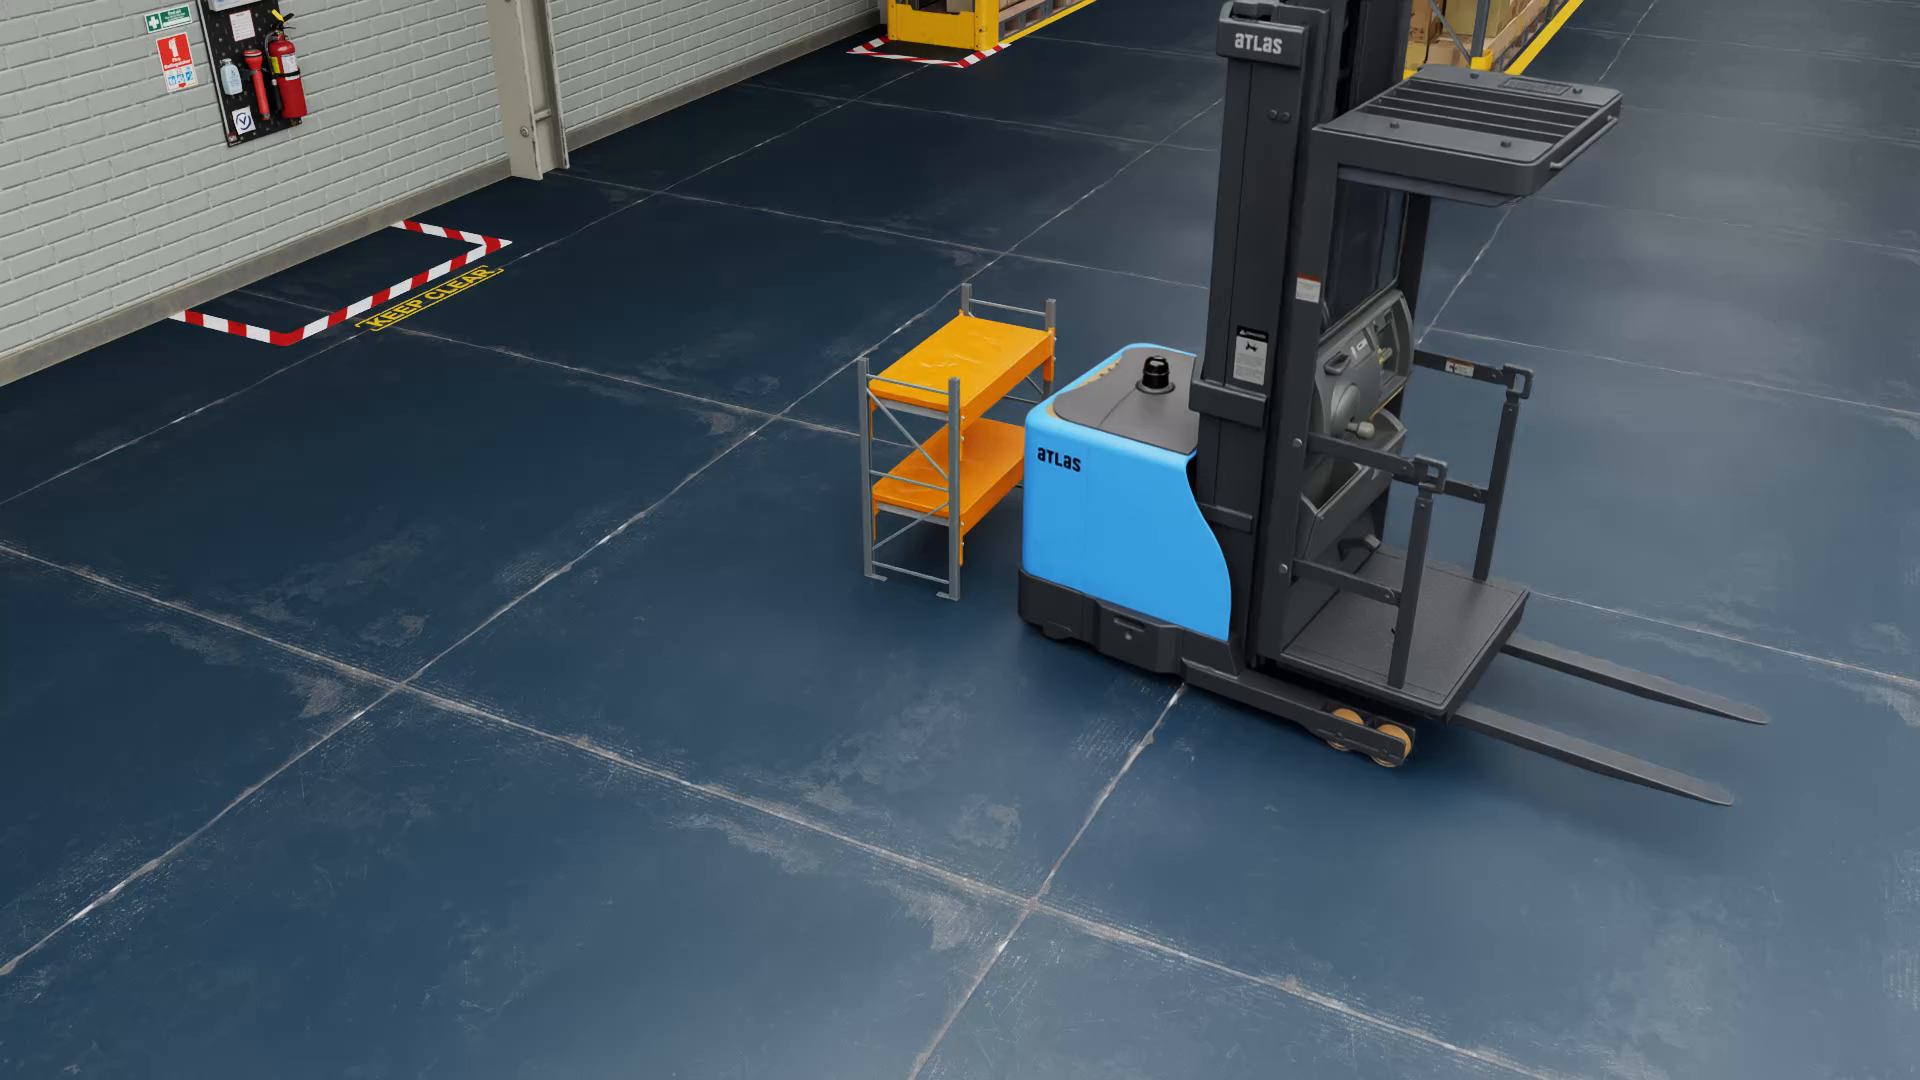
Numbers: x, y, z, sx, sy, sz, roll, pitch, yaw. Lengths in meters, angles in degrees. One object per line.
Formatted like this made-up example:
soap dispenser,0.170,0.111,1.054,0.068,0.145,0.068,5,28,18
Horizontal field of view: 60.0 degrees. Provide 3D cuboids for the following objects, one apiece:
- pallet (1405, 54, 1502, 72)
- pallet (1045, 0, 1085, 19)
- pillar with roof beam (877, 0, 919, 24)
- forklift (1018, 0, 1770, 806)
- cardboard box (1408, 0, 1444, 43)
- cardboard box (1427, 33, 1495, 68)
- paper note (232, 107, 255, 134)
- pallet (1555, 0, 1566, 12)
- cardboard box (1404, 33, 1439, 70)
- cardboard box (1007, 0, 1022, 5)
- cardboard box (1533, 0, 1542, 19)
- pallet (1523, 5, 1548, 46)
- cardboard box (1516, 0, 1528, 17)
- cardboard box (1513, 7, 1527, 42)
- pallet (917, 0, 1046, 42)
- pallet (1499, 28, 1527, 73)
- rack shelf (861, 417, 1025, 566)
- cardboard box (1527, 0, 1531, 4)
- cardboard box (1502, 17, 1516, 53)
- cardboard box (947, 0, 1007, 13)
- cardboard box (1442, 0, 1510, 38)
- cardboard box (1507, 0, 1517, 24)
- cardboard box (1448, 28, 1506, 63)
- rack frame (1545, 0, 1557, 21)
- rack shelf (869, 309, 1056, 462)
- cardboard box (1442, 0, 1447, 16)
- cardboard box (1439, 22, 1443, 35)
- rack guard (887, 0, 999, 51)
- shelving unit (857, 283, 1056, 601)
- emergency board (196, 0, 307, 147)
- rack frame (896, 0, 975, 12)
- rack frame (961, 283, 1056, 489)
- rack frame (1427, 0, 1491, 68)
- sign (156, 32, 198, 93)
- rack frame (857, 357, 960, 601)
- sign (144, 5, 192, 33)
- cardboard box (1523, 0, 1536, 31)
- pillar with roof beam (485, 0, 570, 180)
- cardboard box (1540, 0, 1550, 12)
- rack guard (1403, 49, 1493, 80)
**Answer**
pallet,4.507,-4.457,15.799,1.003,0.211,1.213,14,33,23
pallet,0.777,-6.155,18.757,1.003,0.211,1.213,14,33,23
pillar with roof beam,3.165,-8.571,14.140,9.100,9.000,0.400,14,33,23
forklift,1.767,-0.664,6.462,3.031,2.935,1.130,19,35,29
cardboard box,4.175,-4.938,15.423,0.500,0.500,0.500,14,33,23
cardboard box,4.638,-4.495,15.404,0.500,0.250,0.500,14,33,23
paper note,-4.702,-2.755,10.920,0.016,0.148,0.142,14,33,23
pallet,6.319,-6.217,18.865,1.003,0.211,1.213,14,33,23
cardboard box,4.177,-4.612,15.609,0.500,0.250,0.500,14,33,23
cardboard box,0.439,-6.004,17.951,0.500,0.311,0.500,17,34,27
cardboard box,5.764,-5.606,17.340,0.500,0.250,0.500,14,33,23
pallet,5.618,-5.539,17.683,1.003,0.211,1.213,14,33,23
cardboard box,5.323,-5.484,16.374,0.500,0.500,0.500,14,33,23
cardboard box,5.323,-5.159,16.562,0.500,0.250,0.500,14,33,23
pallet,0.220,-5.616,17.818,1.003,0.211,1.213,14,33,23
pallet,5.063,-4.996,16.738,1.003,0.211,1.213,14,33,23
rack shelf,0.003,-0.279,8.097,0.538,0.278,1.000,14,33,23
cardboard box,5.538,-5.709,16.766,0.500,0.500,0.500,14,33,23
cardboard box,5.090,-4.939,16.178,0.500,0.250,0.500,14,33,23
cardboard box,0.179,-5.751,17.511,0.500,0.311,0.500,11,32,18
cardboard box,4.864,-5.042,15.604,0.500,0.500,0.500,14,33,23
cardboard box,5.080,-5.267,15.995,0.500,0.500,0.500,14,33,23
cardboard box,4.862,-4.717,15.792,0.500,0.250,0.500,14,33,23
rack frame,6.018,-7.091,17.586,1.000,3.000,0.127,14,33,23
rack shelf,0.003,-0.745,7.829,0.538,0.278,1.000,14,33,23
cardboard box,4.617,-5.385,16.201,0.500,0.500,0.500,14,33,23
cardboard box,4.394,-4.837,16.000,0.500,0.250,0.500,14,33,23
rack guard,-0.181,-5.390,17.133,1.175,0.500,0.348,14,33,23
shelving unit,0.003,-0.491,7.975,0.538,1.125,1.048,14,33,23
emergency board,-4.560,-3.200,10.810,0.194,1.169,0.643,14,33,23
rack frame,-0.216,-6.440,16.452,1.000,3.000,0.127,14,33,23
rack frame,0.235,-0.716,8.368,0.500,1.125,0.032,14,33,23
rack frame,4.195,-5.318,14.498,1.000,3.000,0.127,14,33,23
sign,-4.904,-2.993,10.415,0.001,0.329,0.234,14,33,23
rack frame,-0.228,-0.265,7.583,0.500,1.125,0.032,14,33,23
sign,-4.894,-3.223,10.283,0.001,0.109,0.331,14,33,23
cardboard box,5.550,-5.381,16.948,0.500,0.250,0.500,14,33,23
pillar with roof beam,0.432,-5.911,9.508,9.100,9.000,0.400,14,33,23
cardboard box,6.001,-5.826,17.722,0.500,0.250,0.500,14,33,23
rack guard,4.185,-4.223,15.102,1.175,0.500,0.348,14,33,23
